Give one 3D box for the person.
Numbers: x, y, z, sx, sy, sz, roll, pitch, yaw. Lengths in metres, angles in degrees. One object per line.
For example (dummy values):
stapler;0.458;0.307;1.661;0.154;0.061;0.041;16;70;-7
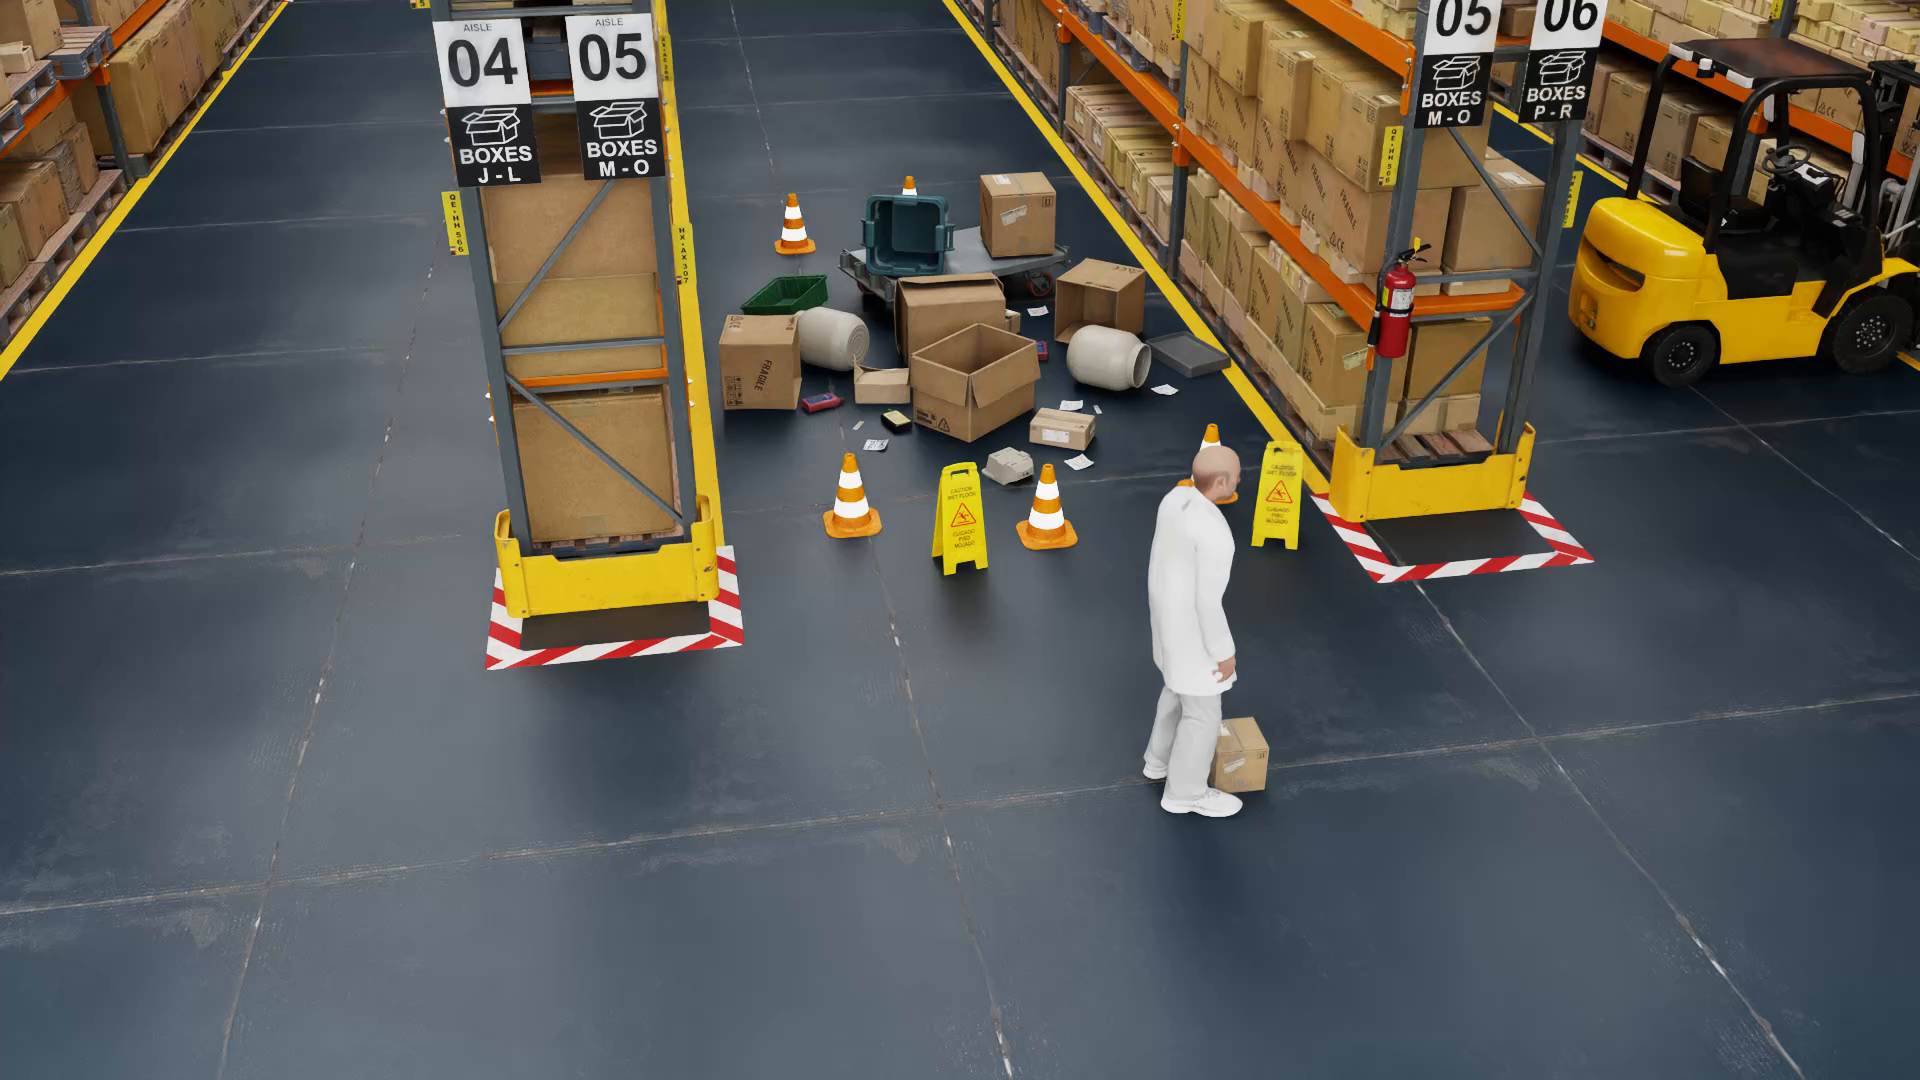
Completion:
person;1.057;0.386;7.496;0.420;1.775;0.654;-7;31;-11
